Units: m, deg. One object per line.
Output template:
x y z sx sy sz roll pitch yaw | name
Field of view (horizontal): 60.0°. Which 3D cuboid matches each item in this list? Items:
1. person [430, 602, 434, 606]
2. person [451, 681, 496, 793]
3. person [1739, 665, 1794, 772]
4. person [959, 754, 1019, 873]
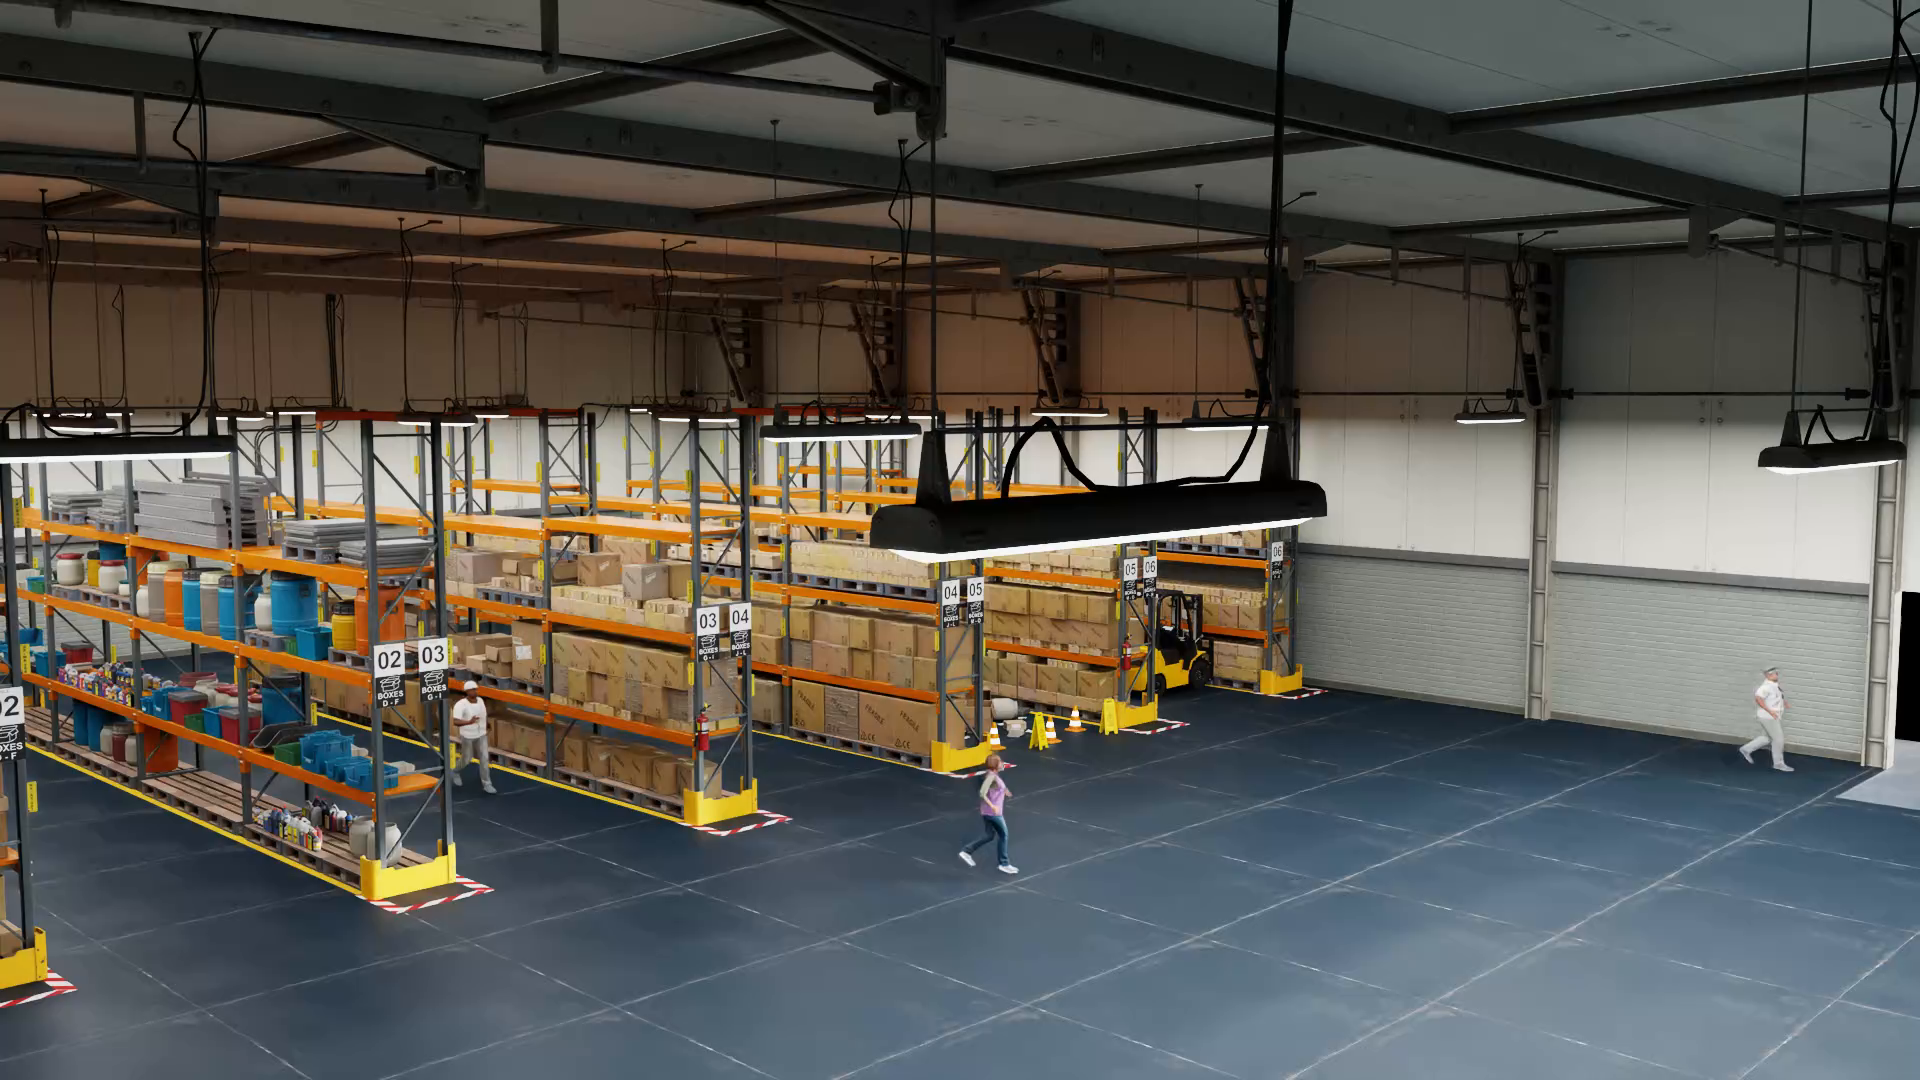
-11.860 2.214 37.166 0.685 1.681 0.547 -3 6 -35 | person
-7.710 3.094 26.329 0.987 1.747 0.703 4 7 40 | person
13.567 2.967 27.920 0.860 1.778 0.667 2 6 25 | person
0.376 3.601 21.894 0.802 1.604 0.528 -1 5 -9 | person
